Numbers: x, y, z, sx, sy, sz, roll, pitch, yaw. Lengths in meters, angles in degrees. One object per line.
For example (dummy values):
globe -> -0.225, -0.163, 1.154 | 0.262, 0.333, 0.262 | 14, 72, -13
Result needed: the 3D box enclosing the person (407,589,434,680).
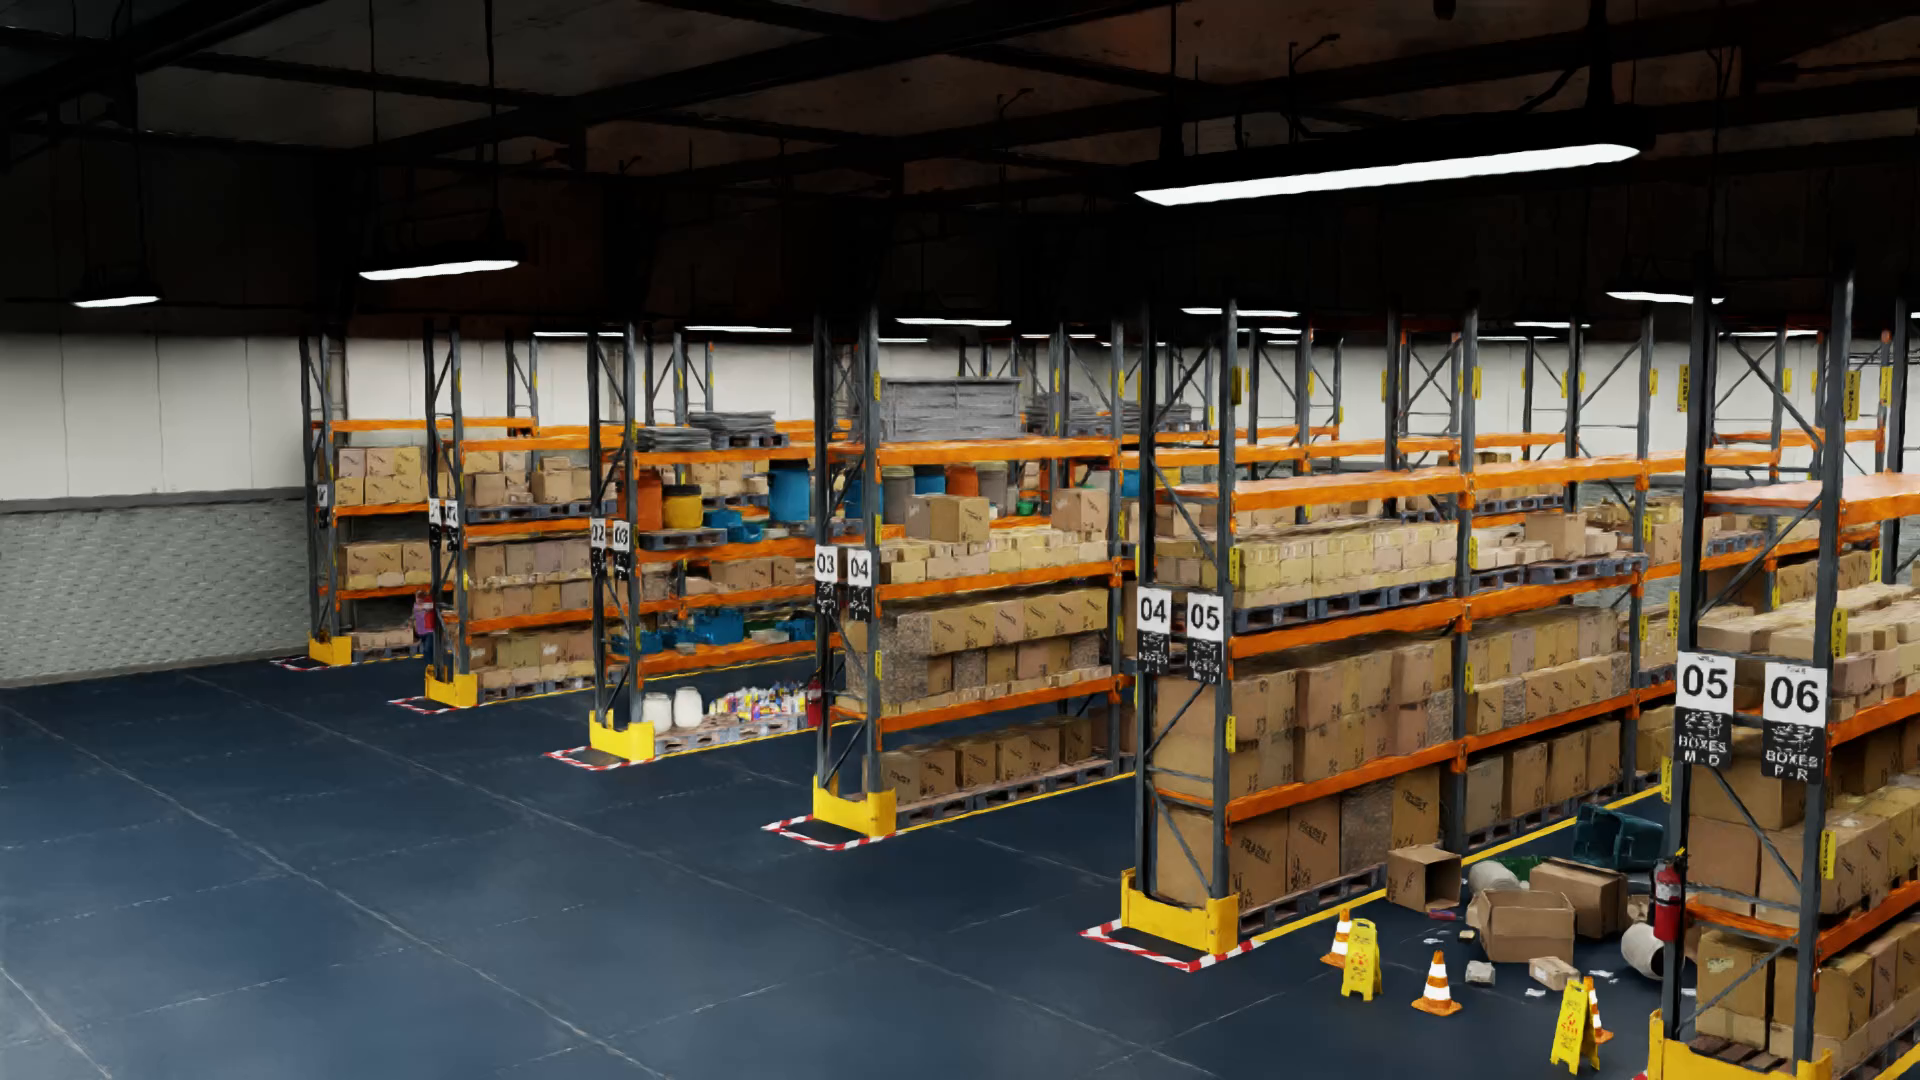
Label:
person -> -8.962, 1.565, 28.039 | 0.574, 1.535, 0.749 | 3, 6, 27
